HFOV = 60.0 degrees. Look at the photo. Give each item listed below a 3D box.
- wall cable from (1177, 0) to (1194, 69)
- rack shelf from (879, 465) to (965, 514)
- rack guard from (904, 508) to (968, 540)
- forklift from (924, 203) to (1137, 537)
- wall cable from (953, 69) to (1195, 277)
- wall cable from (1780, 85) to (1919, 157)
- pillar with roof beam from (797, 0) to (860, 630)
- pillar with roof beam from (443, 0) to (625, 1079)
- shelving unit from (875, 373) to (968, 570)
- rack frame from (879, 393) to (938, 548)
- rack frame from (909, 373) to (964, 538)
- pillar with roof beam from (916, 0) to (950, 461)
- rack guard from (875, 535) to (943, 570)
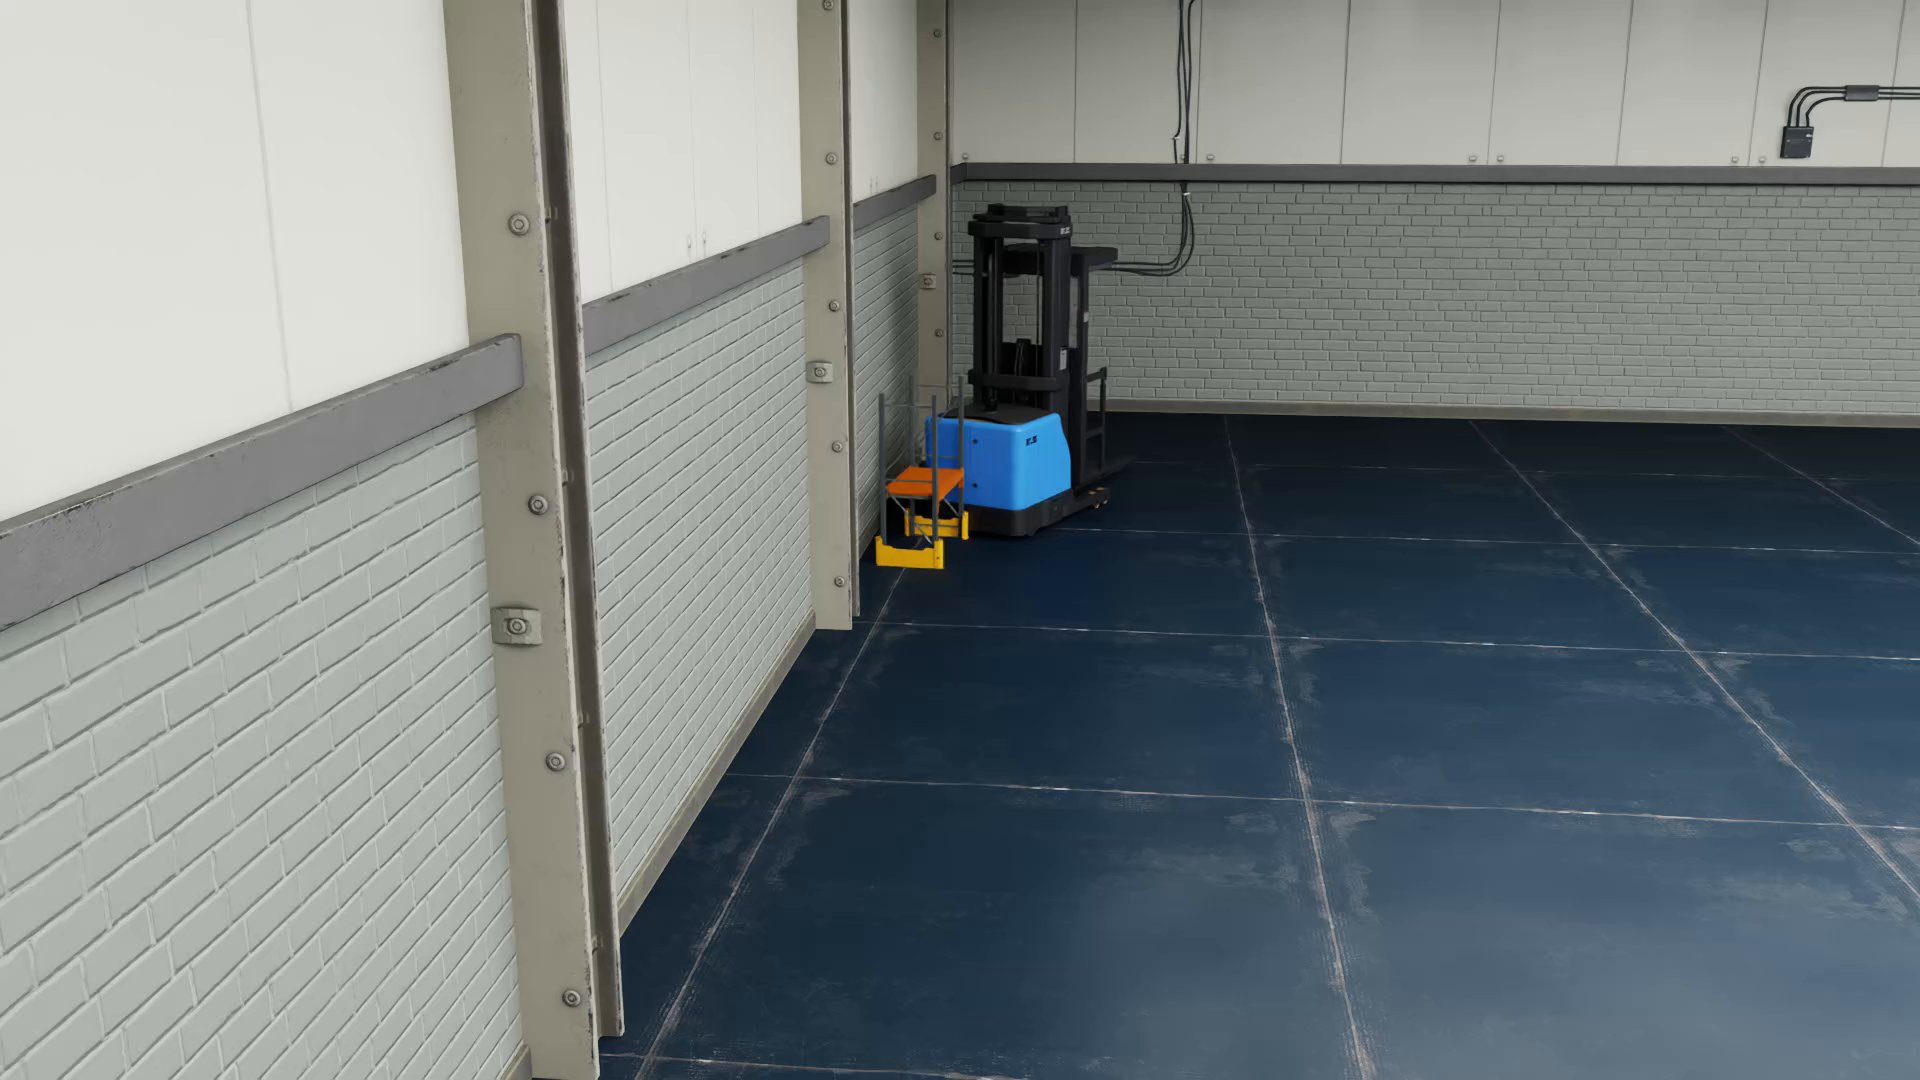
[{"bbox_3d":[4.051,-6.857,19.554,3.097,2.526,0.112,2,15,6],"label":"wall cable"},{"bbox_3d":[-0.325,-0.452,14.651,0.538,0.185,1.000,3,15,12],"label":"rack shelf"},{"bbox_3d":[-0.218,-0.147,15.228,0.587,0.250,0.087,3,15,12],"label":"rack guard"},{"bbox_3d":[0.833,-1.778,16.123,1.130,2.935,3.031,8,17,28],"label":"forklift"},{"bbox_3d":[1.363,-4.499,20.508,3.097,2.526,0.112,2,15,6],"label":"wall cable"},{"bbox_3d":[10.794,-7.356,18.610,2.305,6.003,0.169,2,15,6],"label":"wall cable"},{"bbox_3d":[3.317,-3.590,11.197,9.100,9.000,0.400,2,15,6],"label":"pillar with roof beam"},{"bbox_3d":[2.640,-2.033,5.442,9.100,9.000,0.400,2,15,6],"label":"pillar with roof beam"},{"bbox_3d":[-0.327,-0.624,14.596,0.587,1.500,1.083,3,15,12],"label":"shelving unit"},{"bbox_3d":[-0.436,-0.497,14.125,0.500,1.500,0.032,3,15,12],"label":"rack frame"},{"bbox_3d":[-0.214,-0.756,15.083,0.500,1.500,0.032,3,15,12],"label":"rack frame"},{"bbox_3d":[3.994,-5.146,16.952,9.100,9.000,0.400,2,15,6],"label":"pillar with roof beam"},{"bbox_3d":[-0.435,0.106,14.290,0.587,0.250,0.087,3,15,12],"label":"rack guard"}]
